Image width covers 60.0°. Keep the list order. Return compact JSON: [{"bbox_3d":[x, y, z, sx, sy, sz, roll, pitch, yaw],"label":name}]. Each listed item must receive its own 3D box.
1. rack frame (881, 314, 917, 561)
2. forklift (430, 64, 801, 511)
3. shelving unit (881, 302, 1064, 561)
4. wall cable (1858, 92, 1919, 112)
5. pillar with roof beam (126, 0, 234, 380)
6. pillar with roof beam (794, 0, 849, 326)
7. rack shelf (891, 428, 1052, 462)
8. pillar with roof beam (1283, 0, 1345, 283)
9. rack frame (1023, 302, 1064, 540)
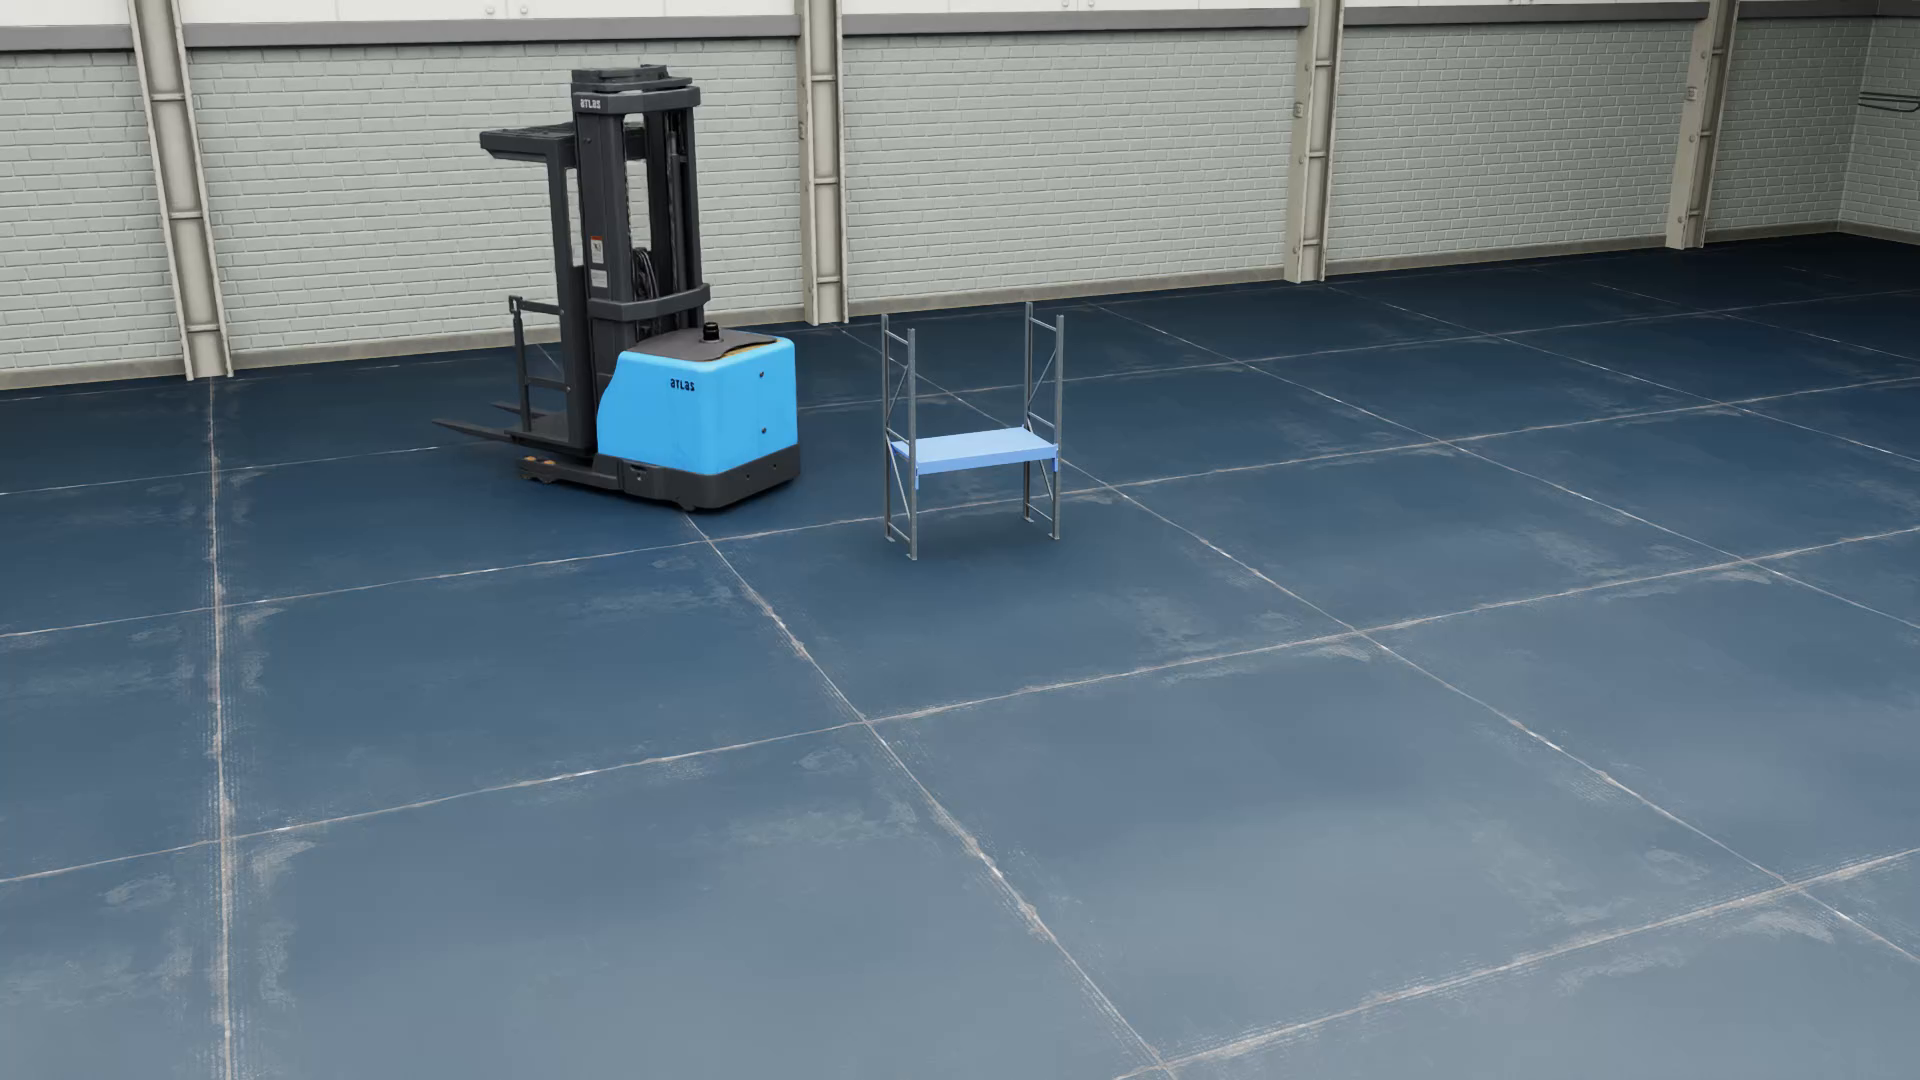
[{"bbox_3d":[-0.388,-0.652,10.615,0.032,1.500,0.500,-8,21,-22],"label":"rack frame"},{"bbox_3d":[-2.686,-1.932,12.097,3.031,2.935,1.130,12,23,30],"label":"forklift"},{"bbox_3d":[0.078,-0.719,10.805,1.048,1.500,0.500,-8,21,-22],"label":"shelving unit"},{"bbox_3d":[12.834,-6.658,21.057,0.112,2.526,3.097,-8,21,-22],"label":"wall cable"},{"bbox_3d":[-5.217,-4.457,10.132,0.400,9.000,9.100,-8,21,-22],"label":"pillar with roof beam"},{"bbox_3d":[0.292,-5.247,12.374,0.400,9.000,9.100,-8,21,-22],"label":"pillar with roof beam"},{"bbox_3d":[0.078,-0.595,10.848,0.952,0.062,0.459,-8,21,-22],"label":"rack shelf"},{"bbox_3d":[5.802,-6.036,14.615,0.400,9.000,9.100,-8,21,-22],"label":"pillar with roof beam"},{"bbox_3d":[0.545,-0.786,10.995,0.032,1.500,0.500,-8,21,-22],"label":"rack frame"}]
